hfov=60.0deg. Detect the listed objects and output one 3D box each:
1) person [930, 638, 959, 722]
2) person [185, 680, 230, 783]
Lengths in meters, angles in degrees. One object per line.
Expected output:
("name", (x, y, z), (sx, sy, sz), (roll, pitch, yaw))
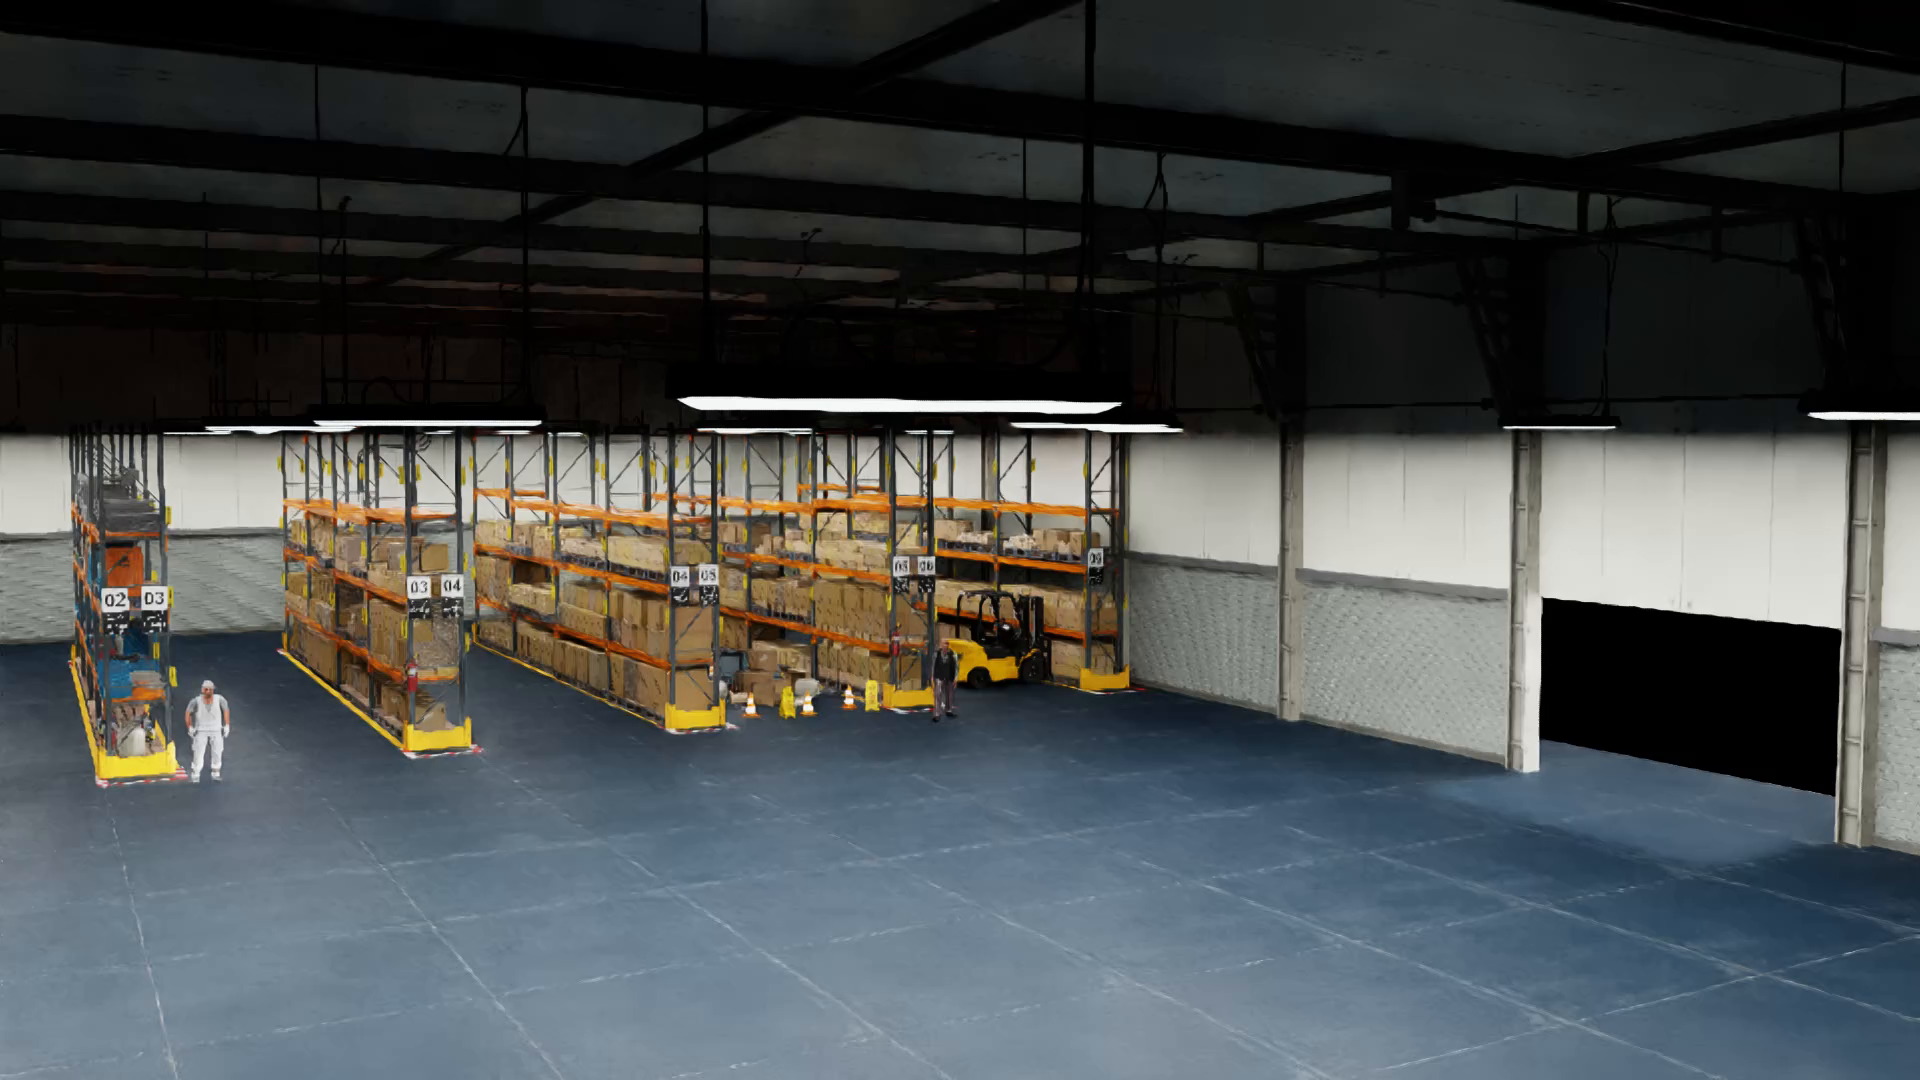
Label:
("person", (-0.309, 2.900, 33.590), (0.578, 1.499, 0.934), (0, 4, -2))
("person", (-12.440, 3.159, 27.508), (0.677, 1.742, 0.551), (-2, 4, -30))
